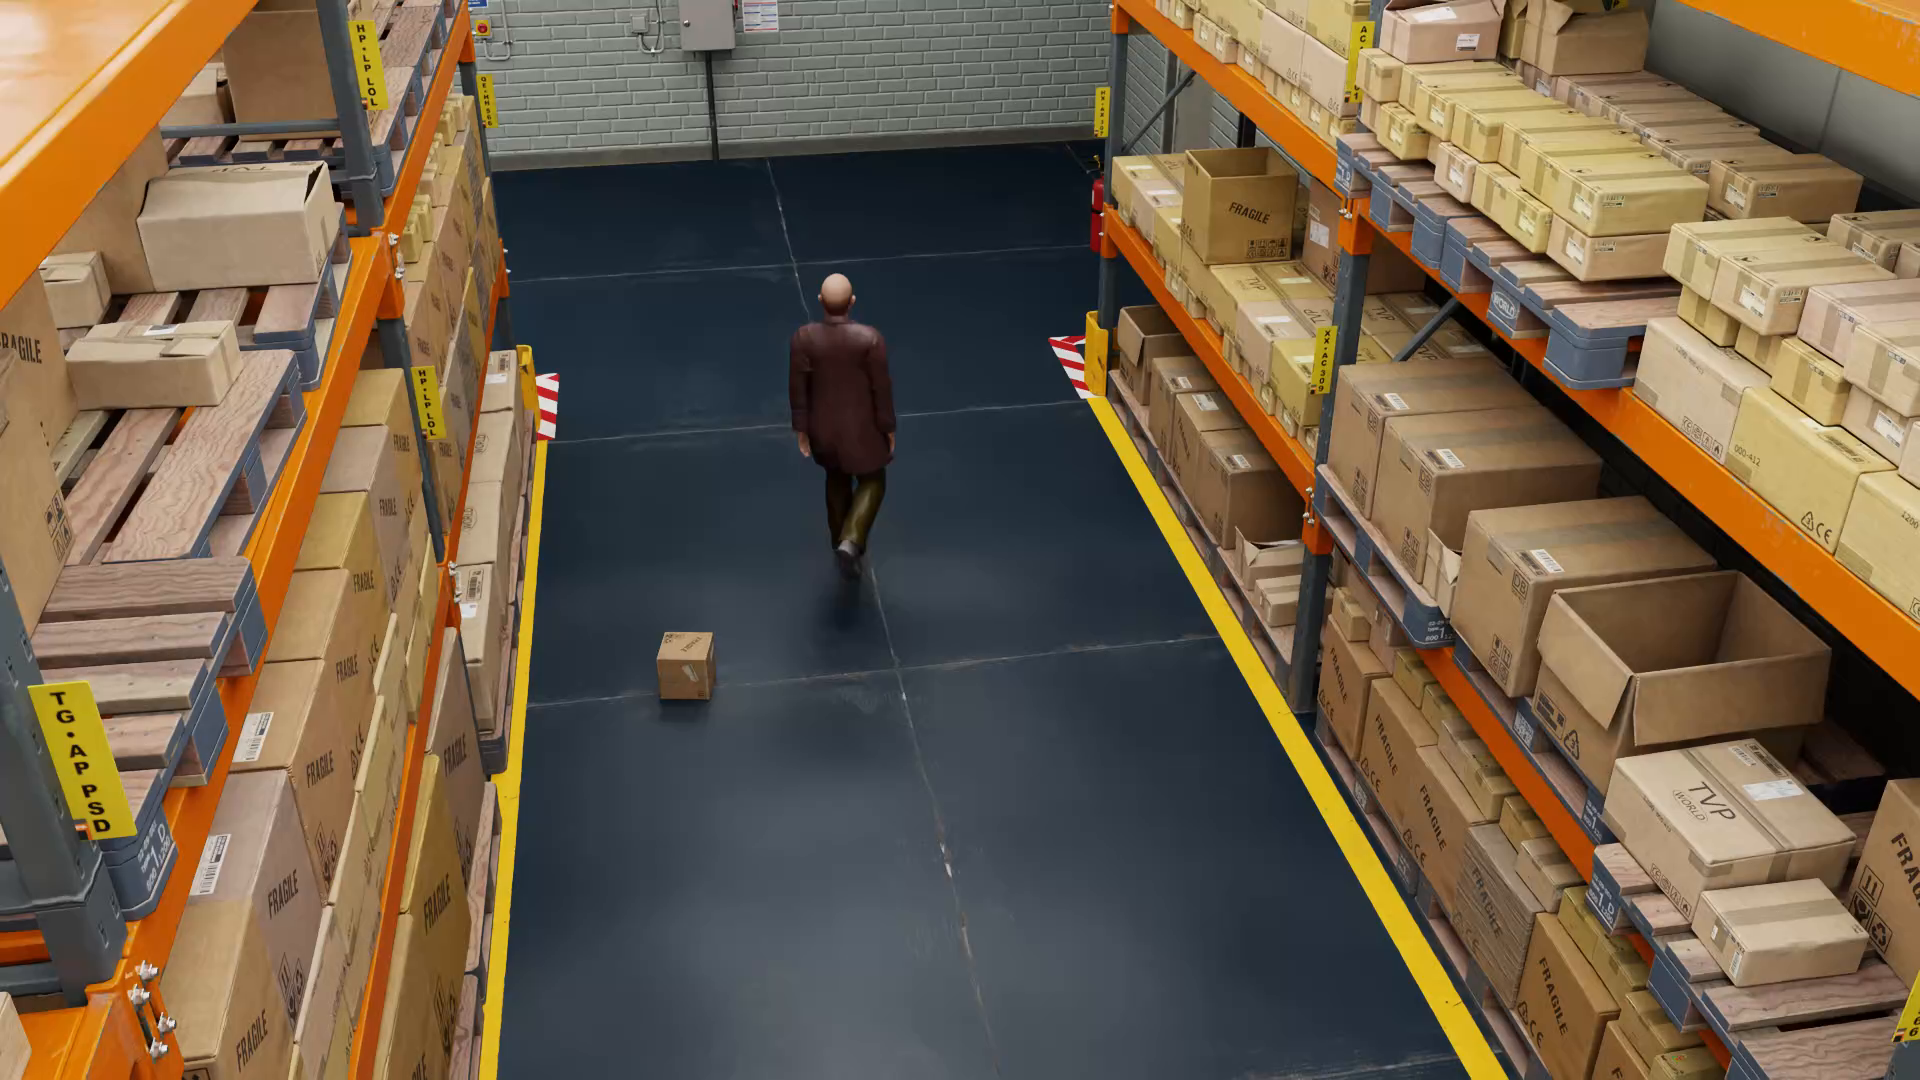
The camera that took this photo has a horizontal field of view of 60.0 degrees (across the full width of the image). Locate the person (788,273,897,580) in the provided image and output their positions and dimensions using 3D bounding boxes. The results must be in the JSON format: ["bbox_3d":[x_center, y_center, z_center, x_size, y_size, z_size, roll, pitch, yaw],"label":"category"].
[{"bbox_3d":[-0.645,-0.613,9.173,0.590,1.758,0.832,6,31,10],"label":"person"}]
